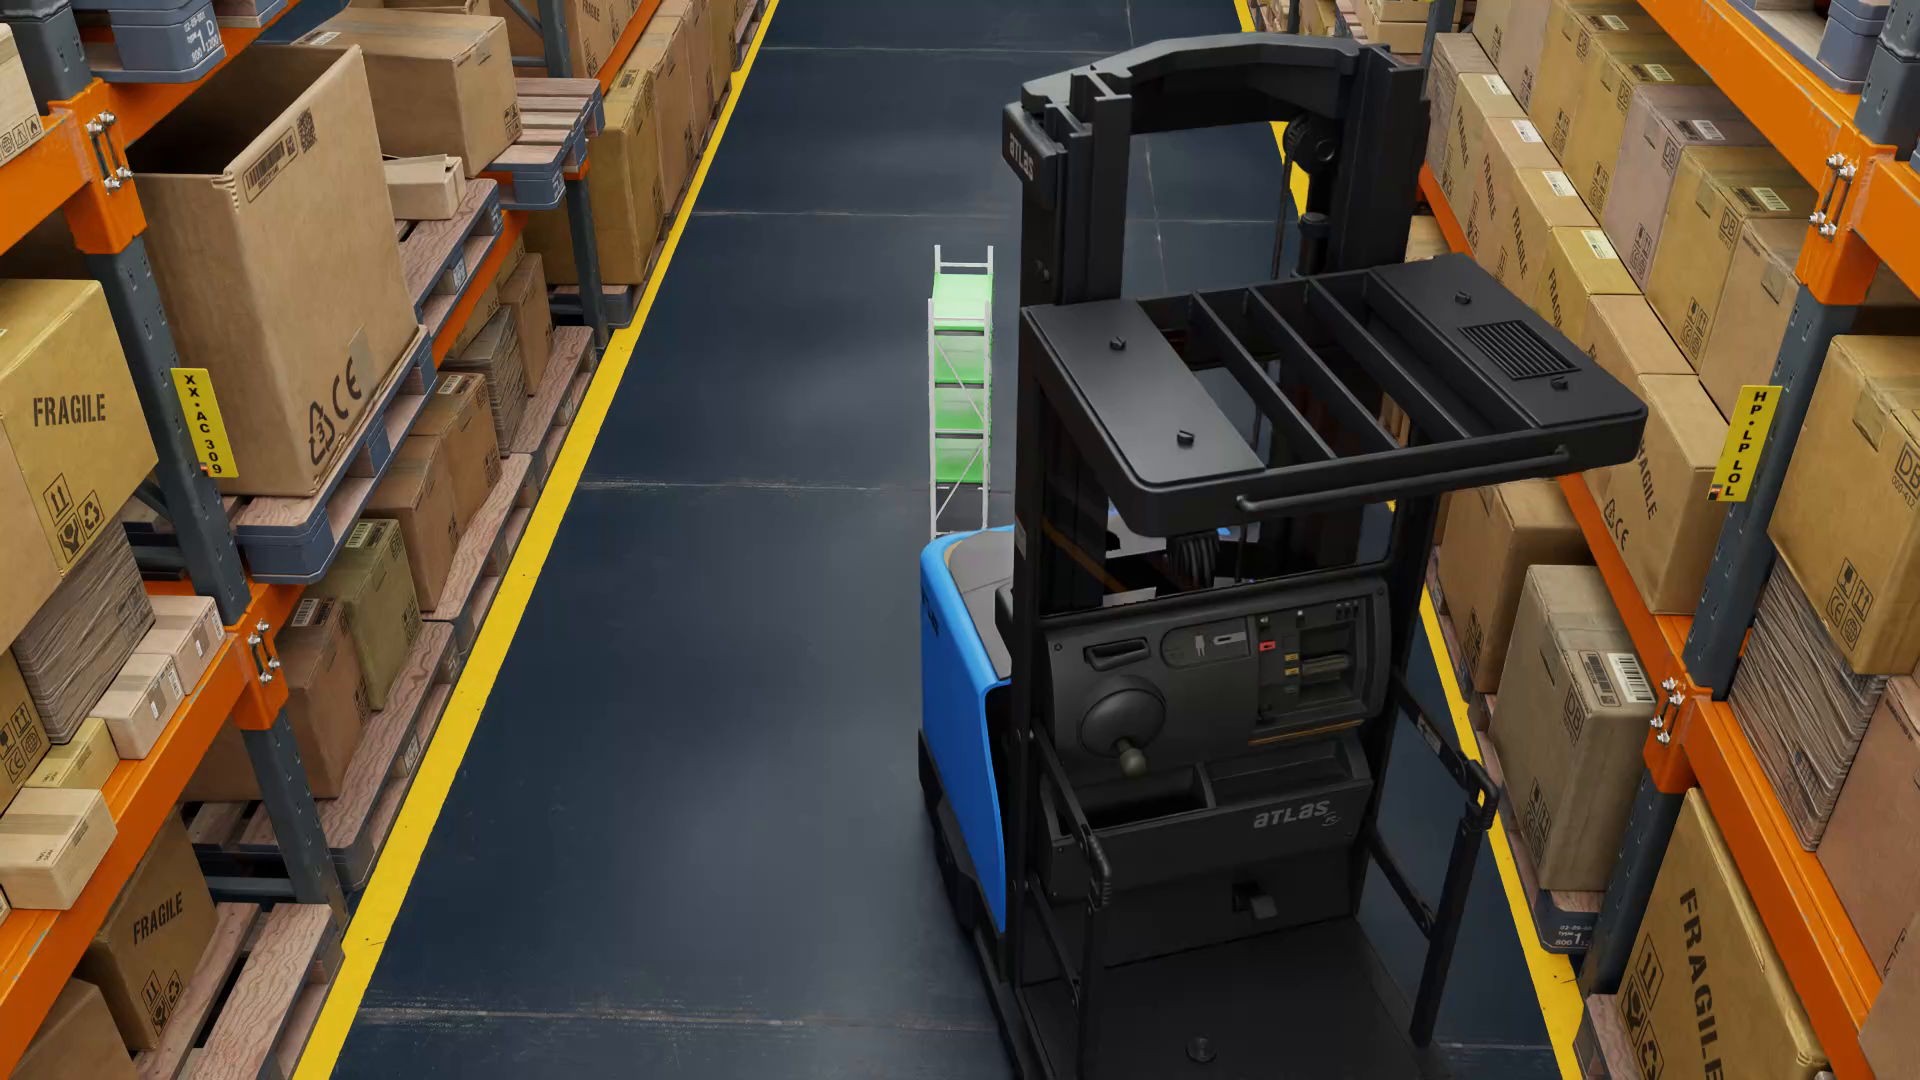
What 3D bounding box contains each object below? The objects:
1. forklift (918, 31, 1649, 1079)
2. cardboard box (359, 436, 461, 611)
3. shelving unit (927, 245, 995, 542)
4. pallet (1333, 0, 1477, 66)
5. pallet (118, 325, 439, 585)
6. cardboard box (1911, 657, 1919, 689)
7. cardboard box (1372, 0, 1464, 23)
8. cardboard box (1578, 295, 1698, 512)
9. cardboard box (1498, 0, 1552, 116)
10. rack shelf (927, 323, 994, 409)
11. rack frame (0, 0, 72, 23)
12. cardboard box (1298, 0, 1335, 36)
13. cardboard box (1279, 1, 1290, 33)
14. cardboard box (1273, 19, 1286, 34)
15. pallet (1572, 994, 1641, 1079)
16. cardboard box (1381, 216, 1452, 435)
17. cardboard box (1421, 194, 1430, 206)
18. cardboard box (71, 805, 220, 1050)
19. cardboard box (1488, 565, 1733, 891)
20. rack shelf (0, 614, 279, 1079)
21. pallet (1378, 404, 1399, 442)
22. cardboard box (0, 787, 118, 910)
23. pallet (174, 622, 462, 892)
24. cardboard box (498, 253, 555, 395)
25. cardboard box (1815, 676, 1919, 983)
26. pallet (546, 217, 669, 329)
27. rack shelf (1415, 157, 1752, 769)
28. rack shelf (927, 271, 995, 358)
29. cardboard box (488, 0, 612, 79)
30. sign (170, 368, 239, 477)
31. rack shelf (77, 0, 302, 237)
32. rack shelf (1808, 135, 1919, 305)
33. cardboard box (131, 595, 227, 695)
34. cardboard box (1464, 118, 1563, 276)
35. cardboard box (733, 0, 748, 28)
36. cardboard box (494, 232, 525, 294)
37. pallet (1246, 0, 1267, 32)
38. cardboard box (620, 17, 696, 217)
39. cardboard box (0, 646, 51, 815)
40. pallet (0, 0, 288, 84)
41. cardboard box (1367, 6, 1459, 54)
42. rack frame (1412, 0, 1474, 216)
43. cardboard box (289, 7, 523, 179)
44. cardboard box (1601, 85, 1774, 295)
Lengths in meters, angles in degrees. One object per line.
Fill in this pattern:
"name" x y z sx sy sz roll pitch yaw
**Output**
"forklift" 0.733 0.417 4.107 1.130 2.935 3.031 -9 36 -12
"cardboard box" -2.399 -0.060 6.518 0.700 0.500 0.500 -2 35 -2
"shelving unit" 0.007 -0.586 7.040 0.258 1.200 0.503 1 35 2
"pallet" 2.529 -2.414 8.243 1.213 0.211 1.003 1 35 2
"pallet" -2.329 -0.313 5.253 1.003 0.211 1.213 1 35 2
"cardboard box" 2.491 0.244 3.225 0.875 0.550 0.550 1 35 2
"cardboard box" 2.172 -2.566 7.887 0.380 0.149 0.250 2 35 3
"cardboard box" 2.221 -0.420 5.152 0.500 0.500 0.500 1 35 1
"cardboard box" 2.560 -1.983 6.506 0.700 0.500 0.500 1 35 1
"rack shelf" 0.007 -0.730 6.939 0.258 0.148 0.480 1 35 2
"rack frame" -2.505 -2.410 2.853 1.000 3.000 0.127 1 35 2
"cardboard box" 2.474 -3.416 10.659 0.500 0.250 0.500 0 35 0
"cardboard box" 2.463 -3.694 11.753 0.380 0.149 0.250 2 35 3
"cardboard box" 2.443 -3.618 11.903 0.380 0.149 0.250 2 35 2
"pallet" 2.338 1.793 4.515 1.003 0.211 1.213 1 35 2
"cardboard box" 2.493 -0.984 7.633 1.050 0.750 0.750 1 35 1
"cardboard box" 2.373 -1.936 8.552 0.500 0.250 0.500 1 35 1
"cardboard box" -2.562 1.124 4.850 0.500 0.500 0.500 0 35 0
"cardboard box" 2.381 0.607 5.369 1.050 0.750 0.750 1 35 2
"rack shelf" -2.586 1.488 3.150 1.077 0.370 4.000 1 35 2
"pallet" 2.500 -0.489 7.762 1.003 0.211 1.213 1 35 2
"cardboard box" -2.209 0.710 3.850 0.380 0.149 0.250 1 35 2
"pallet" -2.476 0.738 6.016 1.003 0.211 1.213 1 35 2
"cardboard box" -2.352 -1.025 7.892 0.700 0.500 0.500 0 35 -1
"cardboard box" 2.444 0.685 3.537 0.875 0.550 0.550 1 35 2
"pallet" -2.238 -1.564 9.292 1.003 0.211 1.213 1 35 2
"rack shelf" 2.527 -0.637 6.174 1.077 0.370 4.000 1 35 2
"rack shelf" 0.007 -0.926 6.801 0.258 0.148 0.480 1 35 2
"cardboard box" -2.053 -2.567 8.207 0.500 0.500 0.500 2 35 3
"sign" -1.963 -0.301 4.317 0.100 0.325 0.005 1 35 2
"rack shelf" -2.425 -2.037 5.557 1.077 0.370 4.000 1 35 2
"rack shelf" 2.366 0.433 2.041 1.077 0.370 4.000 1 35 2
"cardboard box" -2.220 0.278 4.465 0.380 0.149 0.250 1 35 2
"cardboard box" 2.281 -1.288 6.387 0.500 0.500 0.500 1 35 2
"cardboard box" -2.078 -4.231 12.145 0.875 0.875 0.875 1 35 2
"cardboard box" -2.342 -1.332 7.676 0.500 0.250 0.500 3 35 4
"pallet" 2.806 -4.328 13.224 1.003 0.211 1.213 1 35 2
"cardboard box" -2.253 -2.464 9.630 1.225 0.875 0.875 1 35 2
"cardboard box" -2.641 0.426 3.690 0.875 0.500 0.500 1 35 2
"pallet" -2.374 -1.458 4.270 1.213 0.211 1.003 1 35 2
"cardboard box" 2.168 -2.444 7.972 0.380 0.149 0.250 2 35 3
"rack frame" 2.607 -2.081 7.602 1.000 3.000 0.127 1 35 2
"cardboard box" -2.249 -1.832 6.796 0.700 0.500 0.500 6 36 9
"cardboard box" 2.500 -1.104 5.256 0.700 0.500 0.500 2 35 2
